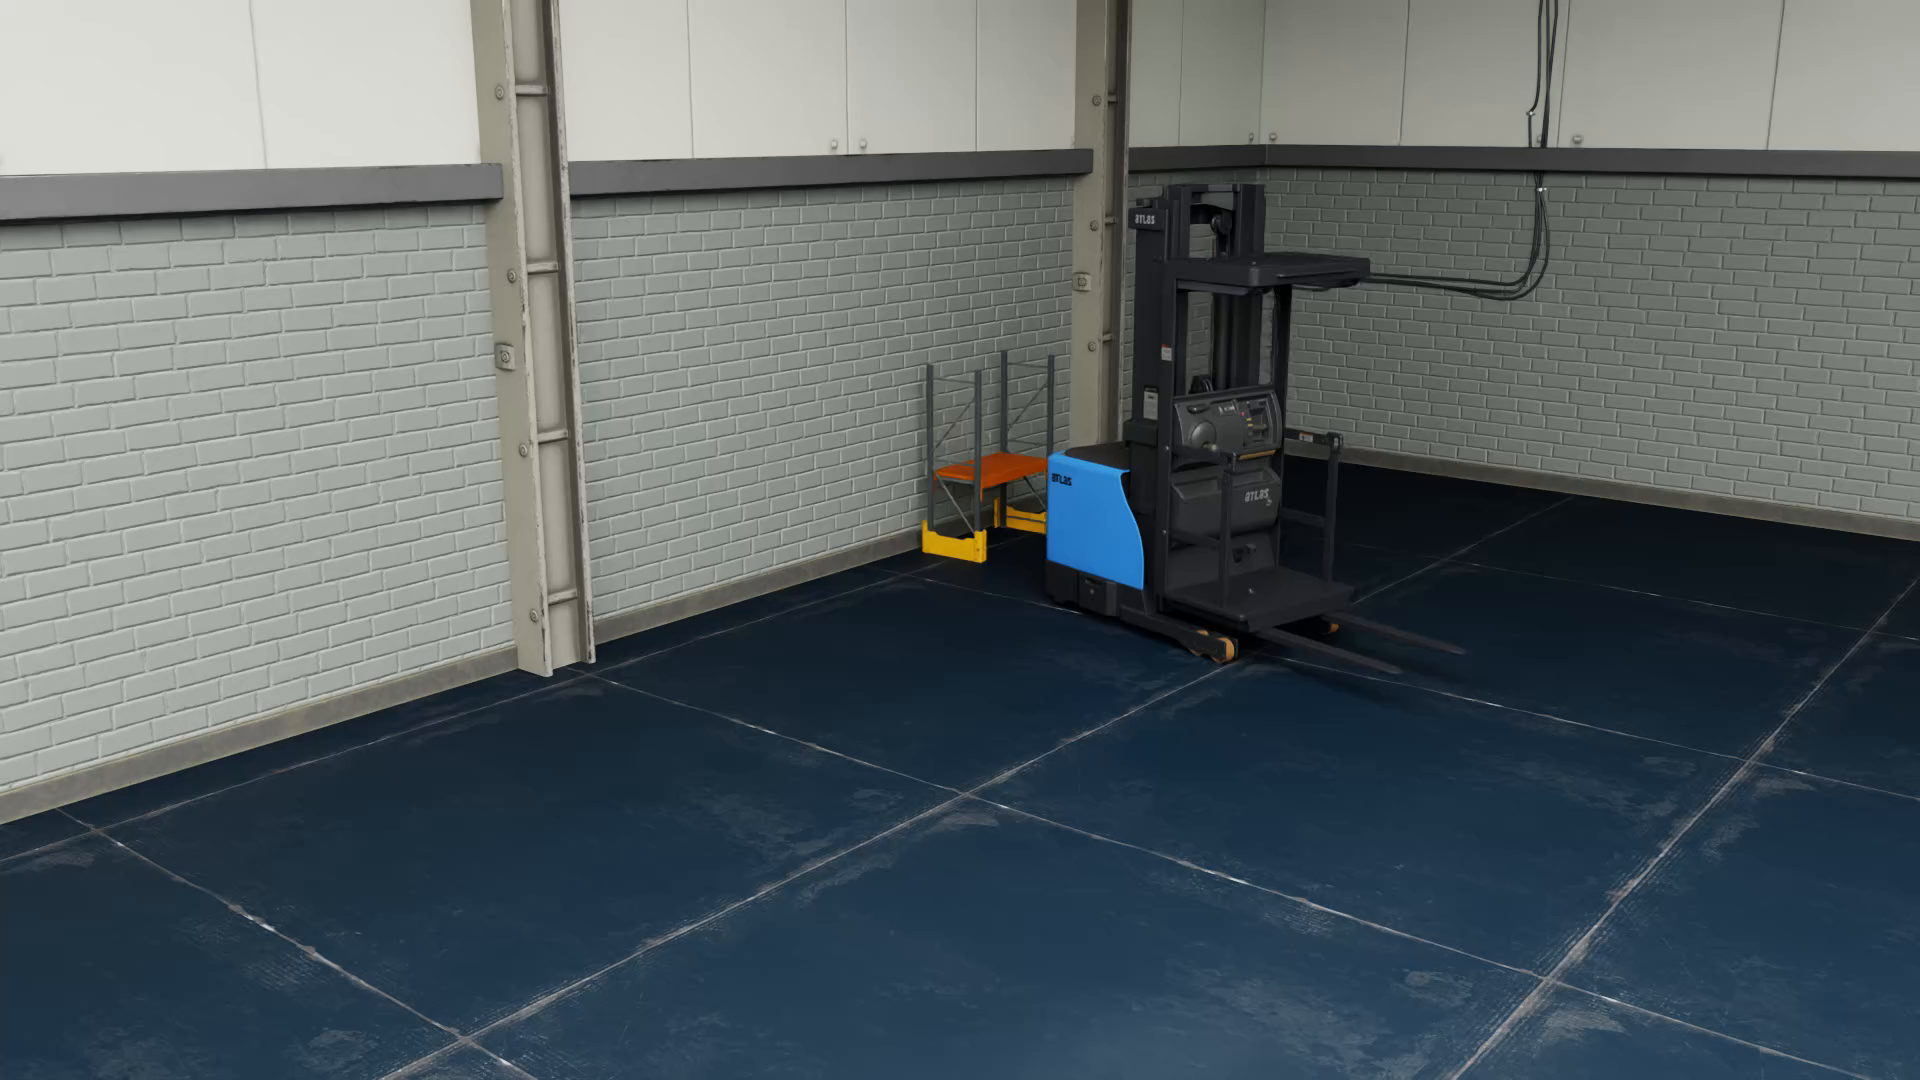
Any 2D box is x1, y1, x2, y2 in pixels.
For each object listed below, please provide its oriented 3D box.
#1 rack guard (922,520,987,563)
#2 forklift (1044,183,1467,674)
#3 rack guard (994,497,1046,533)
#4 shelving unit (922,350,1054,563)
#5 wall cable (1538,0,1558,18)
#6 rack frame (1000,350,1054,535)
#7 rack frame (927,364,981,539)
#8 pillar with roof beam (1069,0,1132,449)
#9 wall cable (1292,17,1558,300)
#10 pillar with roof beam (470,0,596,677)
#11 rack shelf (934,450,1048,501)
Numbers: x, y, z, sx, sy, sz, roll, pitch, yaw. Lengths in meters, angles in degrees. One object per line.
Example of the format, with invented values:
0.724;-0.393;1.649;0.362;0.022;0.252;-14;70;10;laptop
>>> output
-0.047;0.008;13.083;0.587;0.250;0.087;10;17;35;rack guard
1.890;-0.775;10.721;1.130;2.935;3.031;-11;18;-36;forklift
0.540;-0.190;13.863;0.587;0.250;0.087;10;17;35;rack guard
0.246;-0.697;13.319;0.587;1.500;1.083;10;17;35;shelving unit
6.200;-5.607;13.469;3.097;2.526;0.112;11;18;38;wall cable
0.551;-0.799;13.724;0.500;1.500;0.032;10;17;35;rack frame
-0.048;-0.597;12.928;0.500;1.500;0.032;10;17;35;rack frame
4.564;-4.057;11.318;9.100;9.000;0.400;11;18;38;pillar with roof beam
4.096;-3.578;15.738;3.097;2.526;0.112;11;18;38;wall cable
0.793;-2.908;6.795;9.100;9.000;0.400;11;18;38;pillar with roof beam
0.251;-0.524;13.370;0.538;0.185;1.000;10;17;35;rack shelf
